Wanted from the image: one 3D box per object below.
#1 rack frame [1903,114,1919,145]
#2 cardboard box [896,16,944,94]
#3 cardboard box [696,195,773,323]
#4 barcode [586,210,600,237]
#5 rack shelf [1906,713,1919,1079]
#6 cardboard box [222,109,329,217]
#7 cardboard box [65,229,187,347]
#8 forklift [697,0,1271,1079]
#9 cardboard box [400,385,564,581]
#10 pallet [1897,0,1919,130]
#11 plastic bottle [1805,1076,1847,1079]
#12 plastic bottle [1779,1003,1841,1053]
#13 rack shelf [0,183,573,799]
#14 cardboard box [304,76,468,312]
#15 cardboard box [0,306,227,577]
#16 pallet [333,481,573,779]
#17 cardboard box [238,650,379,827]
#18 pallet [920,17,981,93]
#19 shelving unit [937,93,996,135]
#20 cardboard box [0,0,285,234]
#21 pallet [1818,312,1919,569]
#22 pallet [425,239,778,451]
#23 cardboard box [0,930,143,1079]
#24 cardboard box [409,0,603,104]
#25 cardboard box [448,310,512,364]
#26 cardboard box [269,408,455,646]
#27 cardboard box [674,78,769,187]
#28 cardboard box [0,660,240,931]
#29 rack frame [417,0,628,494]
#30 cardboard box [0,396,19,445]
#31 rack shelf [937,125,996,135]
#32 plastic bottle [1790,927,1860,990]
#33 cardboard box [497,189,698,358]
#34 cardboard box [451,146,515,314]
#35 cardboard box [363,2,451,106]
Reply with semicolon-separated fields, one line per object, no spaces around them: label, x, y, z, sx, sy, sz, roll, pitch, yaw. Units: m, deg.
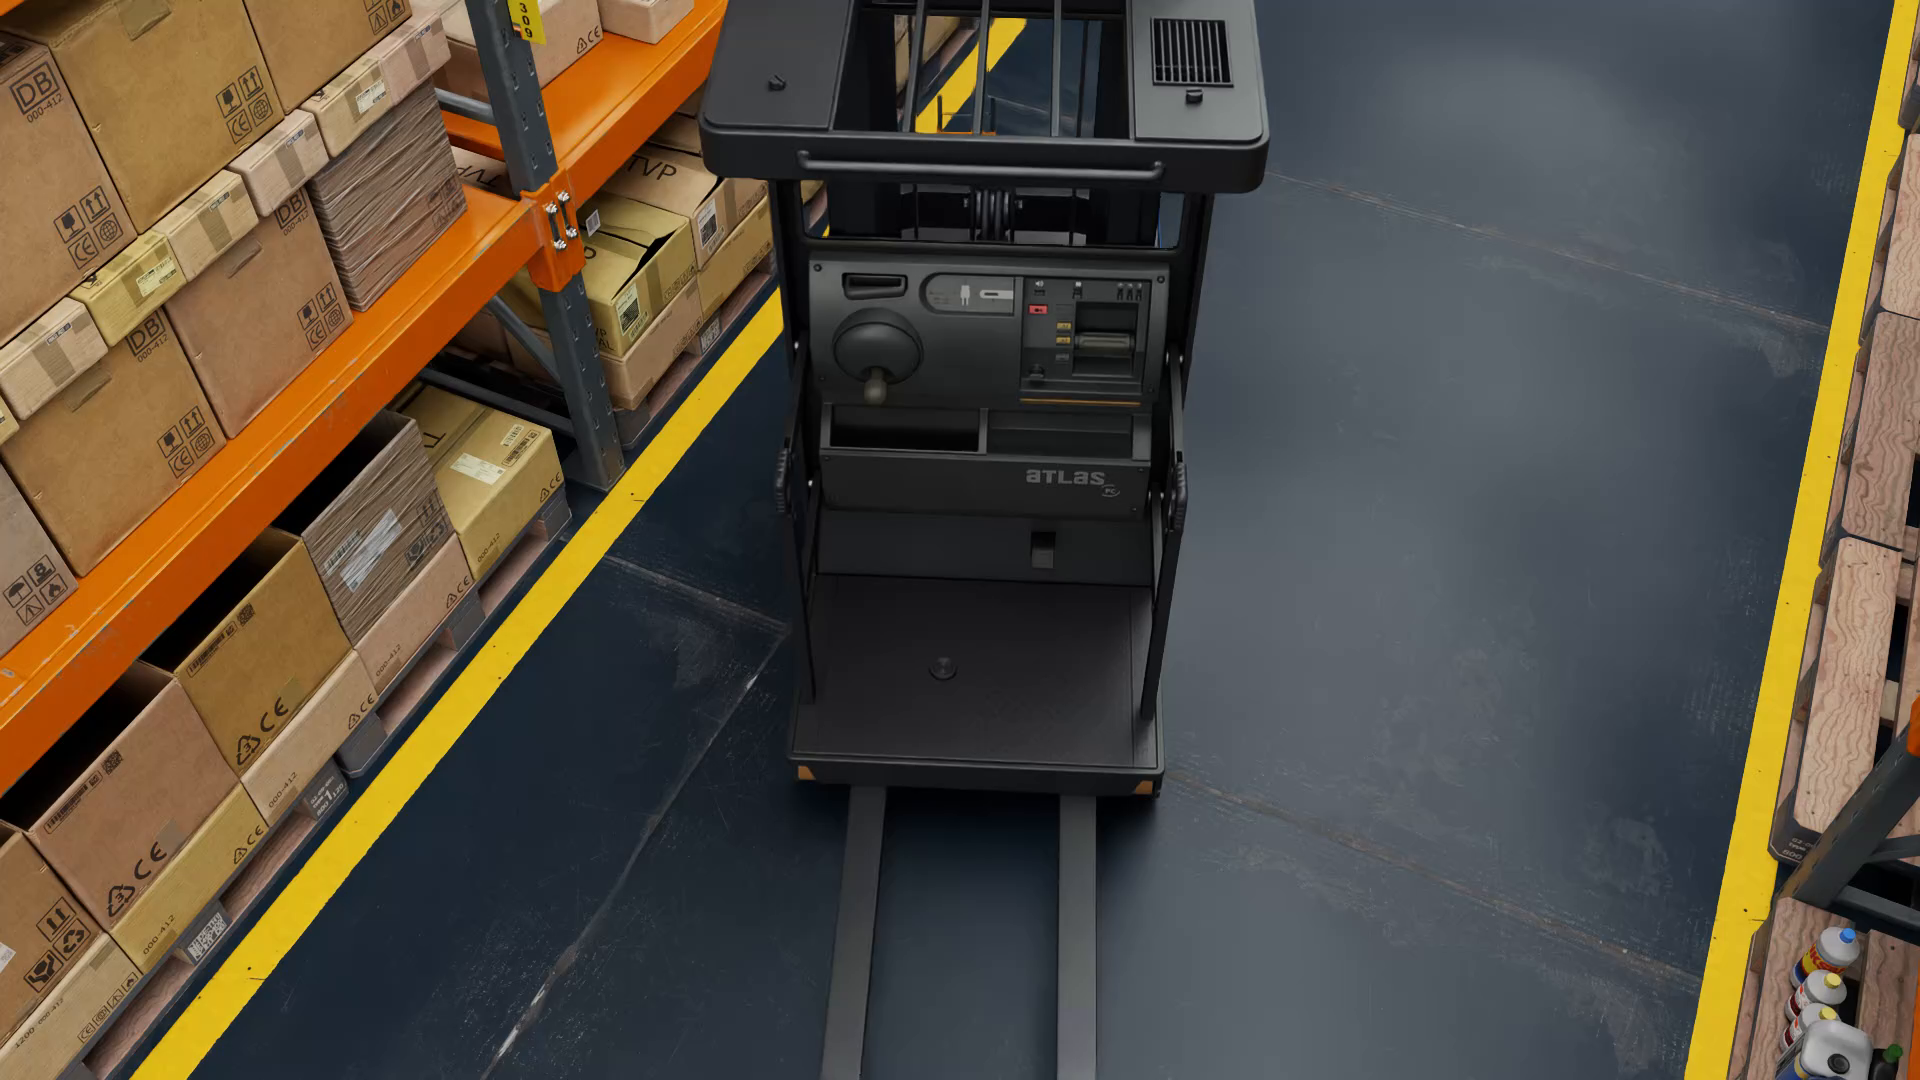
rack frame;4.515;-2.480;5.890;1.000;3.000;0.127;20;52;16
cardboard box;-0.401;-2.196;7.179;0.500;0.250;0.500;21;53;17
cardboard box;-1.055;-1.133;6.274;0.500;0.250;0.500;21;53;17
barcode;-1.186;-1.023;5.373;0.001;0.075;0.075;20;52;16
rack shelf;1.951;1.885;2.649;1.077;0.370;4.000;20;52;16
cardboard box;-1.811;-0.974;4.118;0.380;0.149;0.250;18;52;15
cardboard box;-2.030;-0.625;3.821;0.380;0.149;0.250;20;52;16
forklift;0.064;-0.436;4.197;1.130;2.935;3.031;2;50;2
cardboard box;-1.672;-0.194;5.475;0.500;0.250;0.500;20;52;16
pallet;4.814;-2.132;7.426;1.003;0.211;1.213;20;52;16
plastic bottle;2.086;1.411;4.030;0.144;0.351;0.185;21;53;17
plastic bottle;2.187;1.256;4.260;0.097;0.201;0.097;0;50;0
rack shelf;-2.525;0.271;4.022;1.077;0.370;4.000;20;52;16
cardboard box;-1.855;-1.064;4.620;0.700;0.500;0.500;19;52;15
cardboard box;-2.292;-0.355;4.017;0.700;0.500;0.500;21;53;17
pallet;-2.049;0.098;5.528;1.003;0.211;1.213;20;52;16
cardboard box;-2.094;0.496;4.888;0.500;0.250;0.500;20;52;16
pallet;-0.349;-2.636;7.854;1.003;0.211;1.213;20;52;16
shelving unit;0.017;-1.082;5.982;0.215;1.050;0.252;2;50;2
cardboard box;-2.070;-1.136;3.830;0.700;0.500;0.500;20;52;16
pallet;3.626;-0.218;5.797;1.003;0.211;1.213;20;52;16
pallet;-1.392;-0.956;6.425;1.003;0.211;1.213;20;52;16
cardboard box;-2.525;1.183;4.303;0.500;0.250;0.500;20;52;16
cardboard box;-1.500;-1.644;5.278;0.500;0.250;0.500;23;53;18
cardboard box;-1.756;-0.964;6.131;0.500;0.250;0.500;19;52;16
cardboard box;-1.896;-0.097;4.900;0.500;0.500;0.500;20;52;16
cardboard box;-0.831;-1.670;6.363;0.500;0.311;0.500;18;52;15
cardboard box;-2.306;0.598;4.309;0.500;0.500;0.500;20;52;16
rack frame;-1.671;-1.339;4.920;1.000;3.000;0.127;20;52;16
cardboard box;-2.248;-0.267;3.516;0.380;0.149;0.250;21;53;17
rack shelf;0.017;-1.259;5.774;0.215;0.259;0.240;2;50;2
plastic bottle;2.273;1.093;4.353;0.097;0.271;0.097;0;50;0
cardboard box;-1.269;-0.970;5.767;0.500;0.311;0.500;20;52;16
cardboard box;-1.757;-1.138;5.911;0.500;0.311;0.500;20;52;16
cardboard box;-1.594;-1.325;4.416;0.380;0.149;0.250;20;52;16
